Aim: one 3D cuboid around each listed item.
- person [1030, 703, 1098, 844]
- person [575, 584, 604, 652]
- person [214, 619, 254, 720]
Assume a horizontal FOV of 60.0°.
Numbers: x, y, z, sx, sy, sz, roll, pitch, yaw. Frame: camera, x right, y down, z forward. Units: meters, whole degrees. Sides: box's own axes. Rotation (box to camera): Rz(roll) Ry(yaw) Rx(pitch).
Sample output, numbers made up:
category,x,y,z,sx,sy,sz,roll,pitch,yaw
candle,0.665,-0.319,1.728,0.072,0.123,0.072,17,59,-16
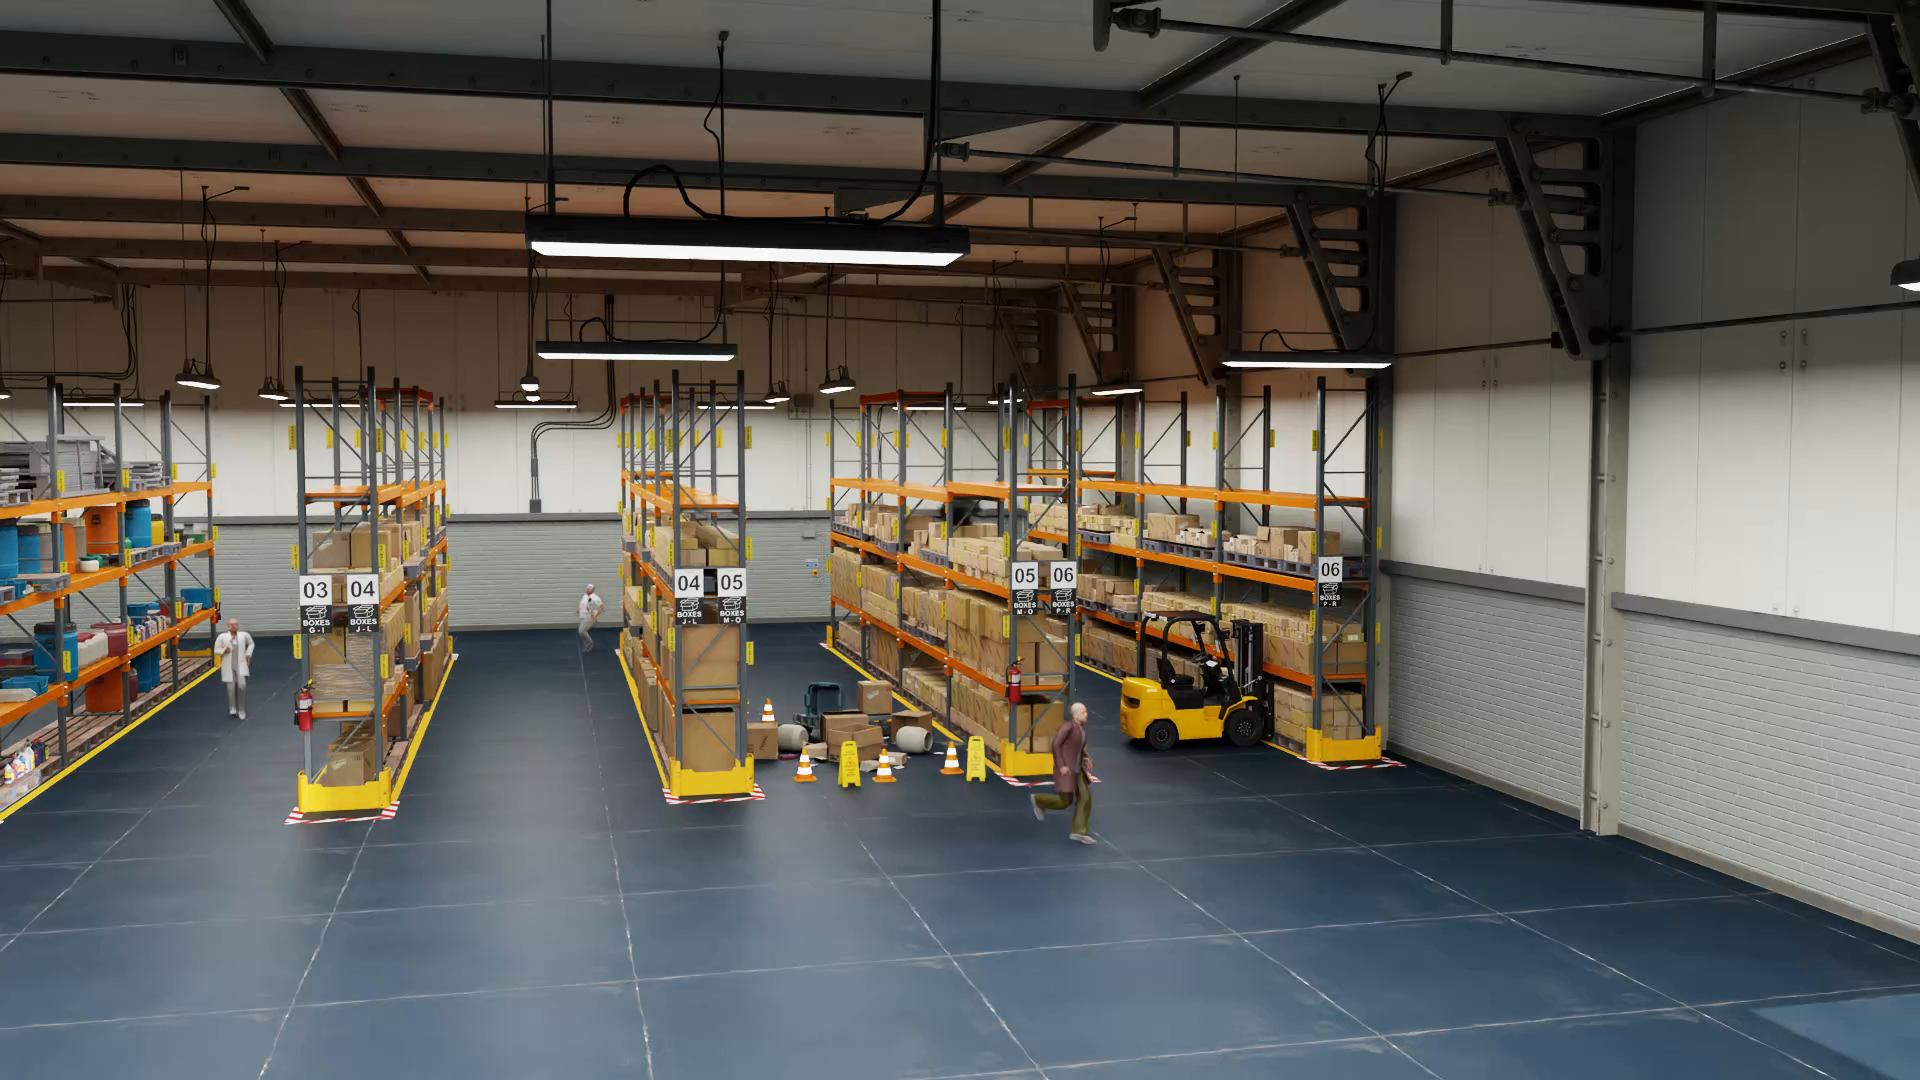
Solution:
category,x,y,z,sx,sy,sz,roll,pitch,yaw
person,1.325,2.908,20.892,0.939,1.760,0.718,2,4,35
person,-8.795,1.848,39.294,0.680,1.624,0.556,3,4,40
person,-13.065,2.331,29.967,0.685,1.824,0.777,-2,4,-25
